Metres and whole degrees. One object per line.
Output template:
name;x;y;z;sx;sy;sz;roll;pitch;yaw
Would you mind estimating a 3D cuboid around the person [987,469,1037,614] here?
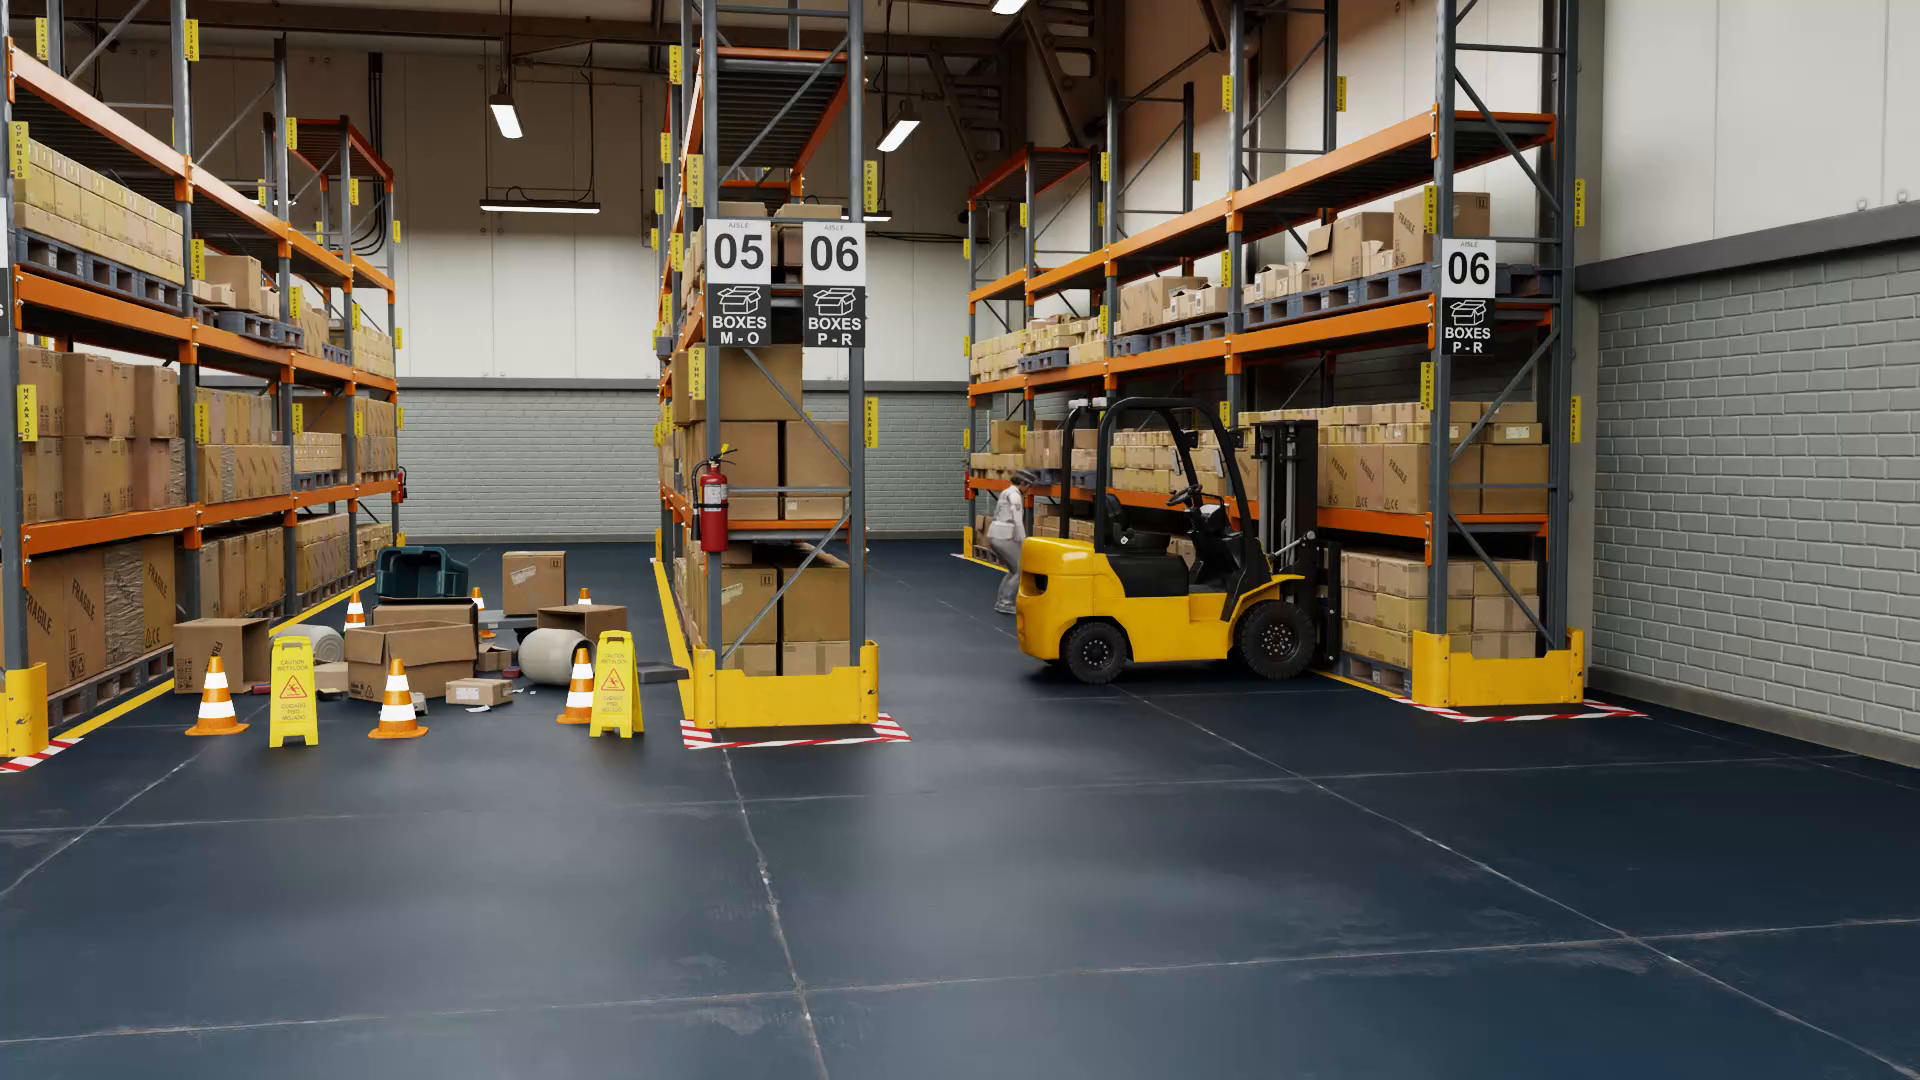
person;0.563;0.012;17.990;0.548;1.559;0.520;-1;3;-10
